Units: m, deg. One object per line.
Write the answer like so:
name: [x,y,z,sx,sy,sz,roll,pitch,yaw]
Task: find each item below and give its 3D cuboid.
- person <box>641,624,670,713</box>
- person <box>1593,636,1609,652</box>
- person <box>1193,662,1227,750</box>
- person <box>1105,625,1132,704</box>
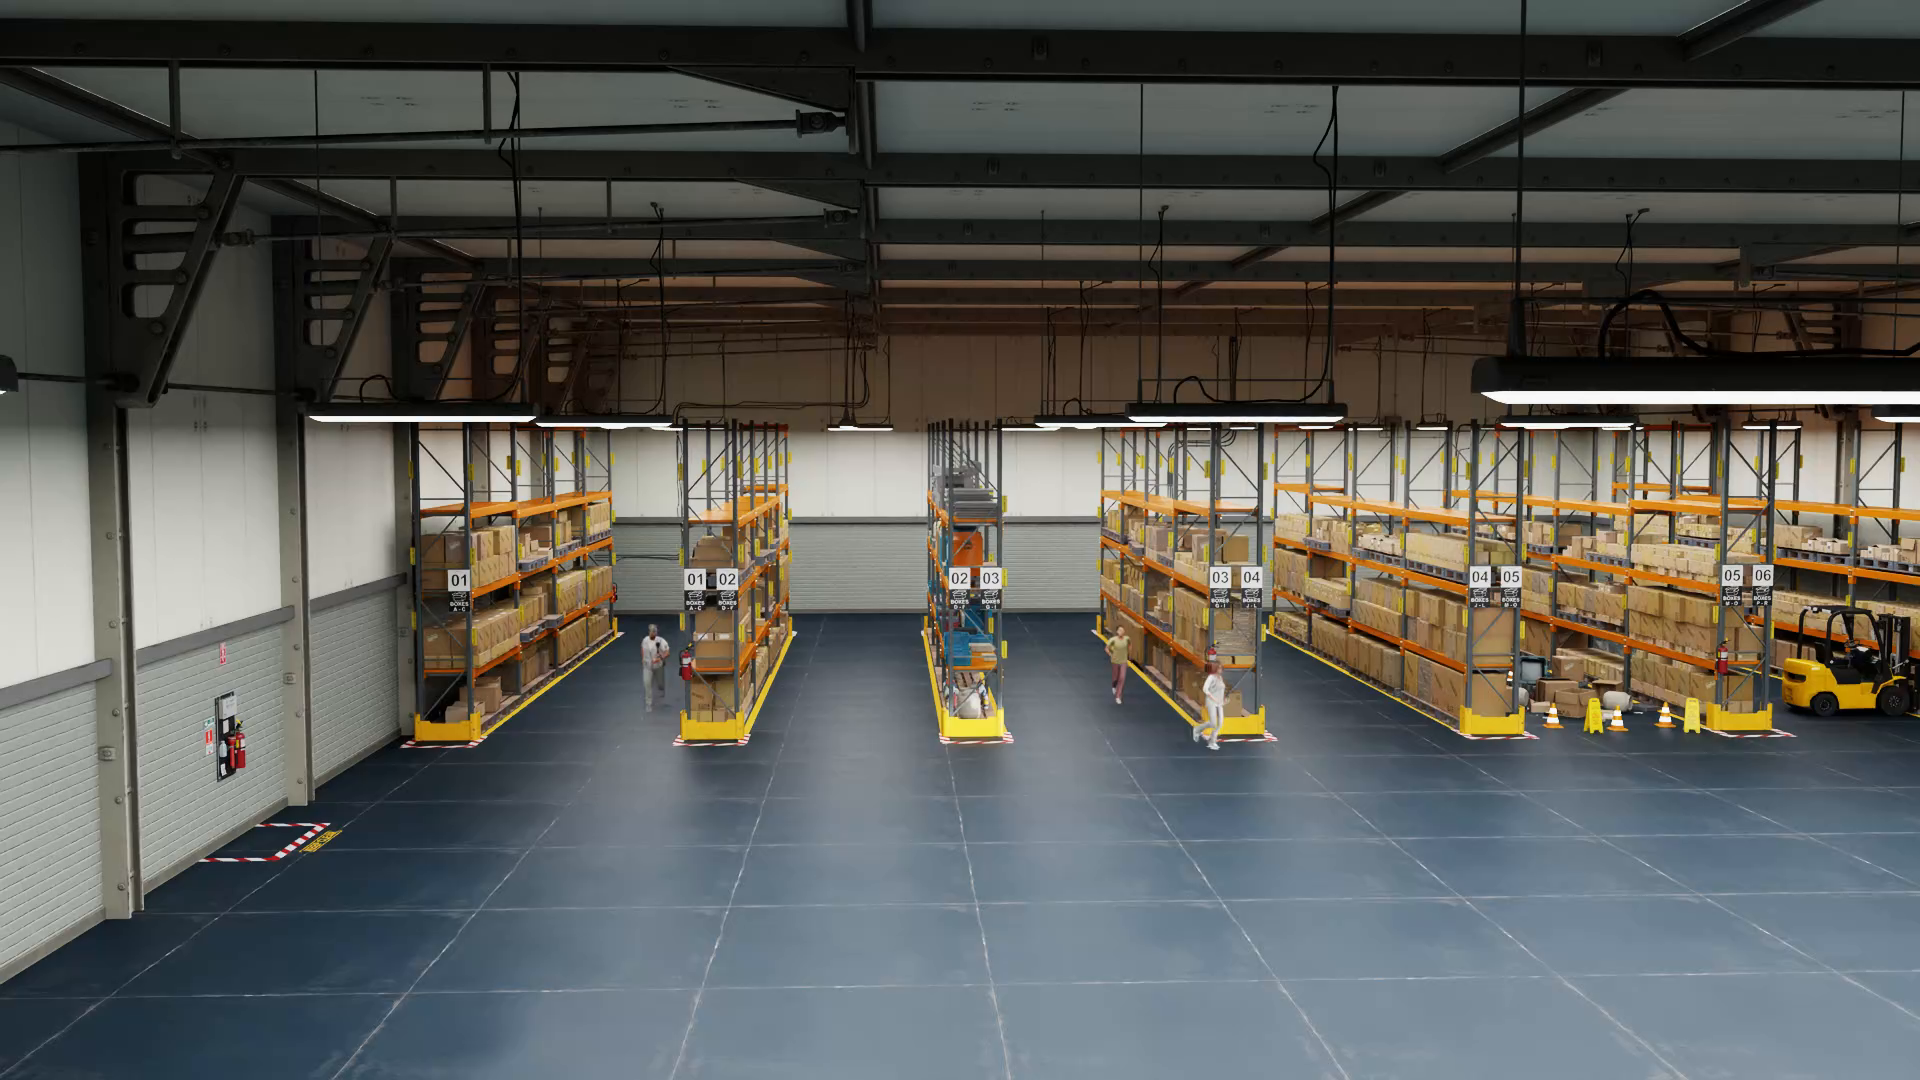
person: [-6.348,2.643,34.639,0.631,1.806,1.134,0,4,-1]
person: [16.170,2.211,41.837,0.625,1.654,0.583,0,4,0]
person: [4.595,3.005,30.402,0.617,1.559,0.585,3,5,41]
person: [3.406,2.630,35.571,0.603,1.659,0.900,0,4,-5]
